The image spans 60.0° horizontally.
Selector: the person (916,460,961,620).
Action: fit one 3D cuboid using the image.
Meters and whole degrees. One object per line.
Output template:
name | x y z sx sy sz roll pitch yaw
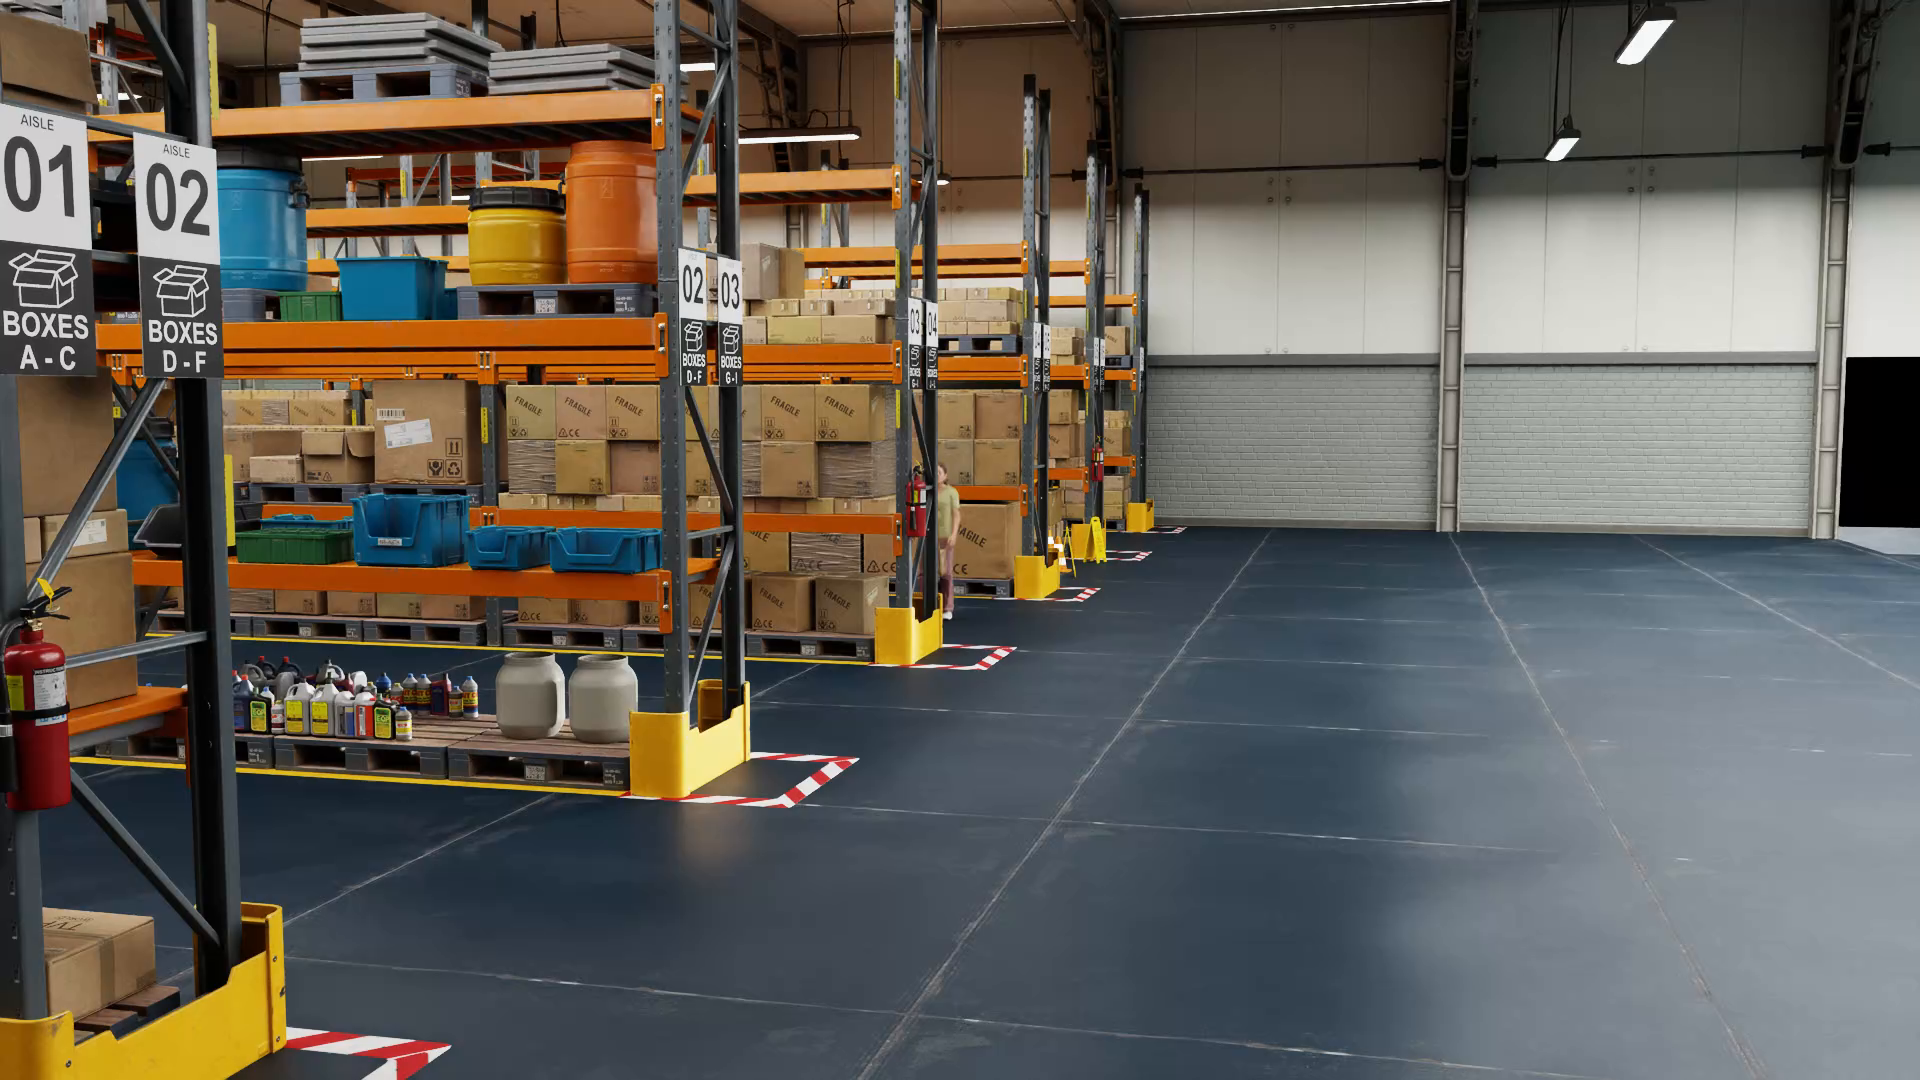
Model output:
person | -0.237 -0.003 17.569 0.479 1.676 0.365 1 5 12
